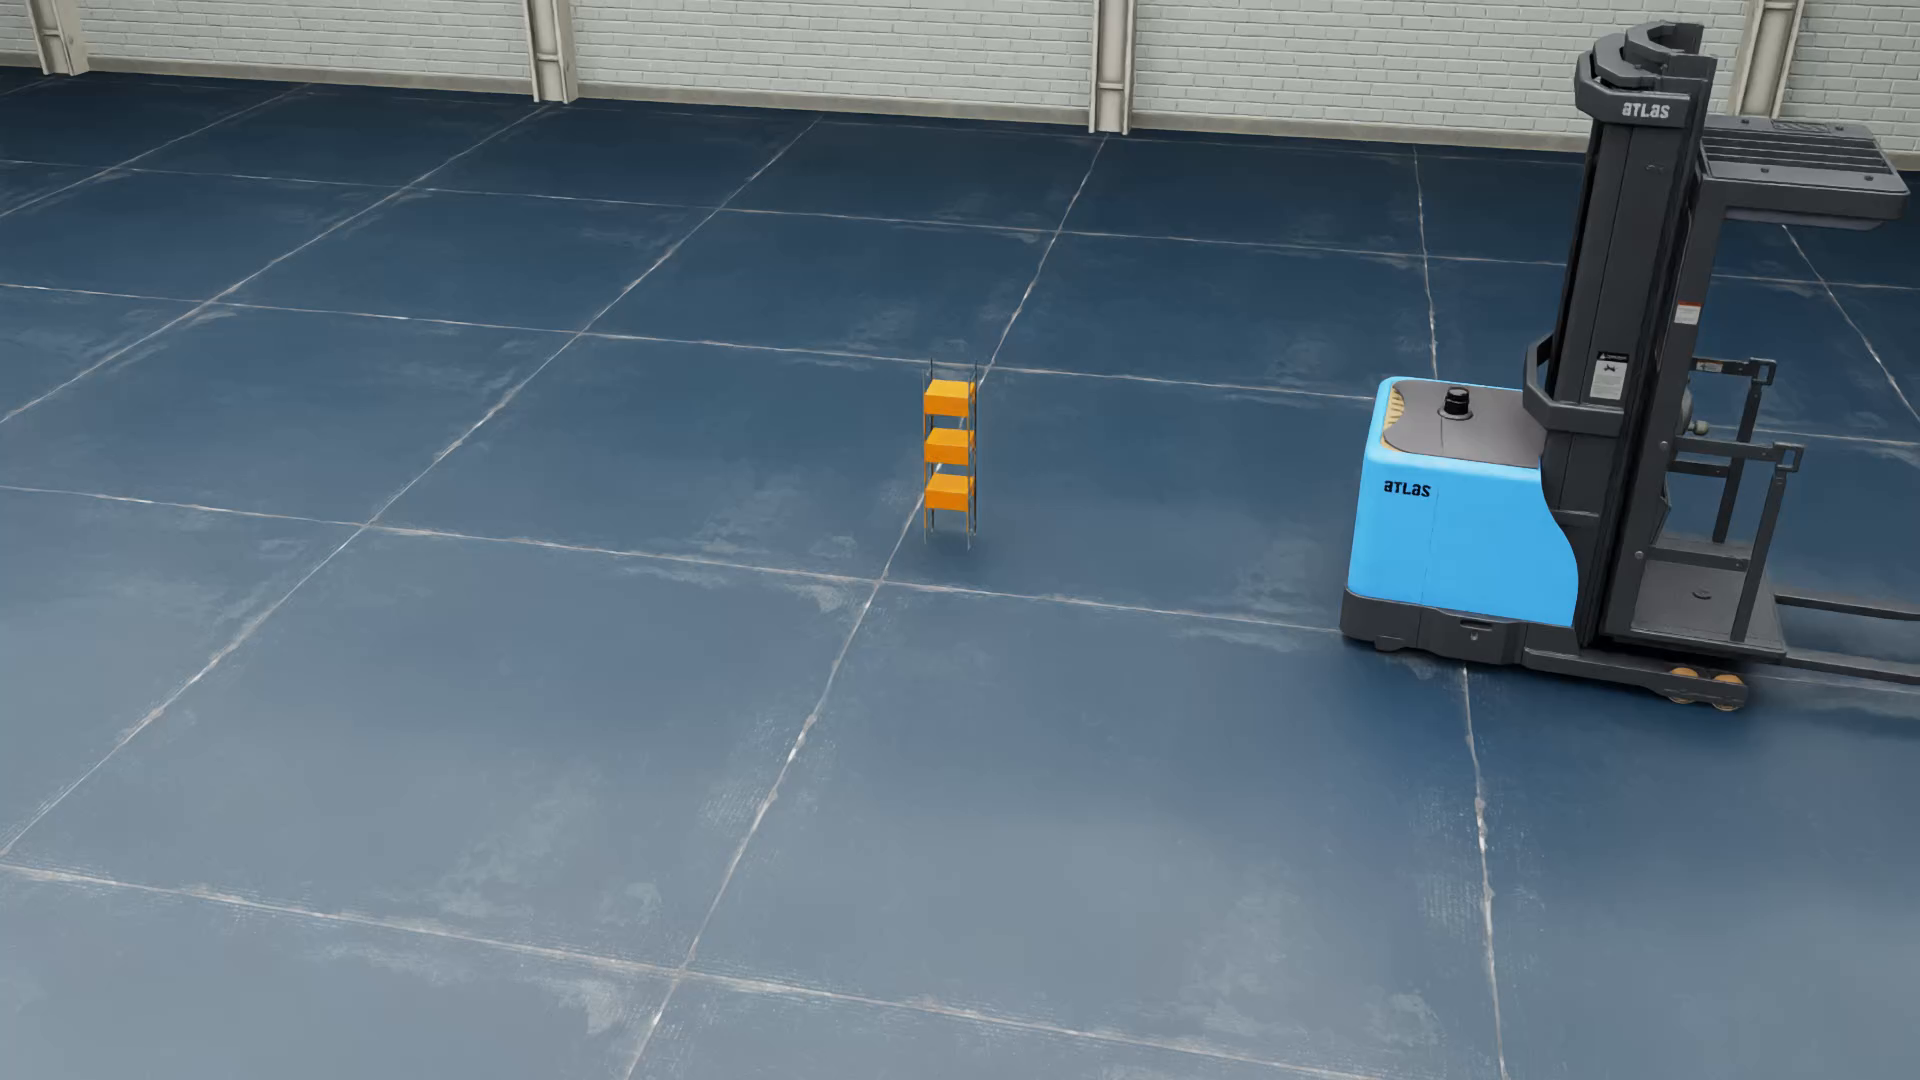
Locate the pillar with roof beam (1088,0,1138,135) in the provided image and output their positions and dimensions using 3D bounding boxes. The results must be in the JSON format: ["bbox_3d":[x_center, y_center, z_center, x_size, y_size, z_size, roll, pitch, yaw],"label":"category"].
[{"bbox_3d":[0.620,-6.081,10.987,0.400,9.000,9.100,6,29,11],"label":"pillar with roof beam"}]

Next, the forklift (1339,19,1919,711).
[{"bbox_3d":[3.470,-0.773,7.609,3.031,2.935,1.130,8,30,15],"label":"forklift"}]

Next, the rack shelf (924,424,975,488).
[{"bbox_3d":[-0.052,-0.457,9.013,0.240,0.259,0.215,6,29,11],"label":"rack shelf"}]

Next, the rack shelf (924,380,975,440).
[{"bbox_3d":[-0.052,-0.705,8.877,0.240,0.259,0.215,6,29,11],"label":"rack shelf"}]

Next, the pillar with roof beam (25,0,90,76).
[{"bbox_3d":[-11.115,-7.285,13.185,0.400,9.000,9.100,6,29,11],"label":"pillar with roof beam"}]

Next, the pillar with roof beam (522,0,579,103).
[{"bbox_3d":[-5.248,-6.683,12.086,0.400,9.000,9.100,6,29,11],"label":"pillar with roof beam"}]

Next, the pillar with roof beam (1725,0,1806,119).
[{"bbox_3d":[6.488,-5.480,9.888,0.400,9.000,9.100,6,29,11],"label":"pillar with roof beam"}]

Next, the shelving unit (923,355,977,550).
[{"bbox_3d":[-0.052,-0.466,9.008,0.252,1.050,0.215,6,29,11],"label":"shelving unit"}]

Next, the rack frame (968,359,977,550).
[{"bbox_3d":[0.067,-0.454,8.985,0.008,1.050,0.200,6,29,11],"label":"rack frame"}]

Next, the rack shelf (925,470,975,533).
[{"bbox_3d":[-0.052,-0.213,9.146,0.240,0.259,0.215,6,29,11],"label":"rack shelf"}]

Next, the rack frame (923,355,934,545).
[{"bbox_3d":[-0.172,-0.478,9.030,0.008,1.050,0.200,6,29,11],"label":"rack frame"}]
